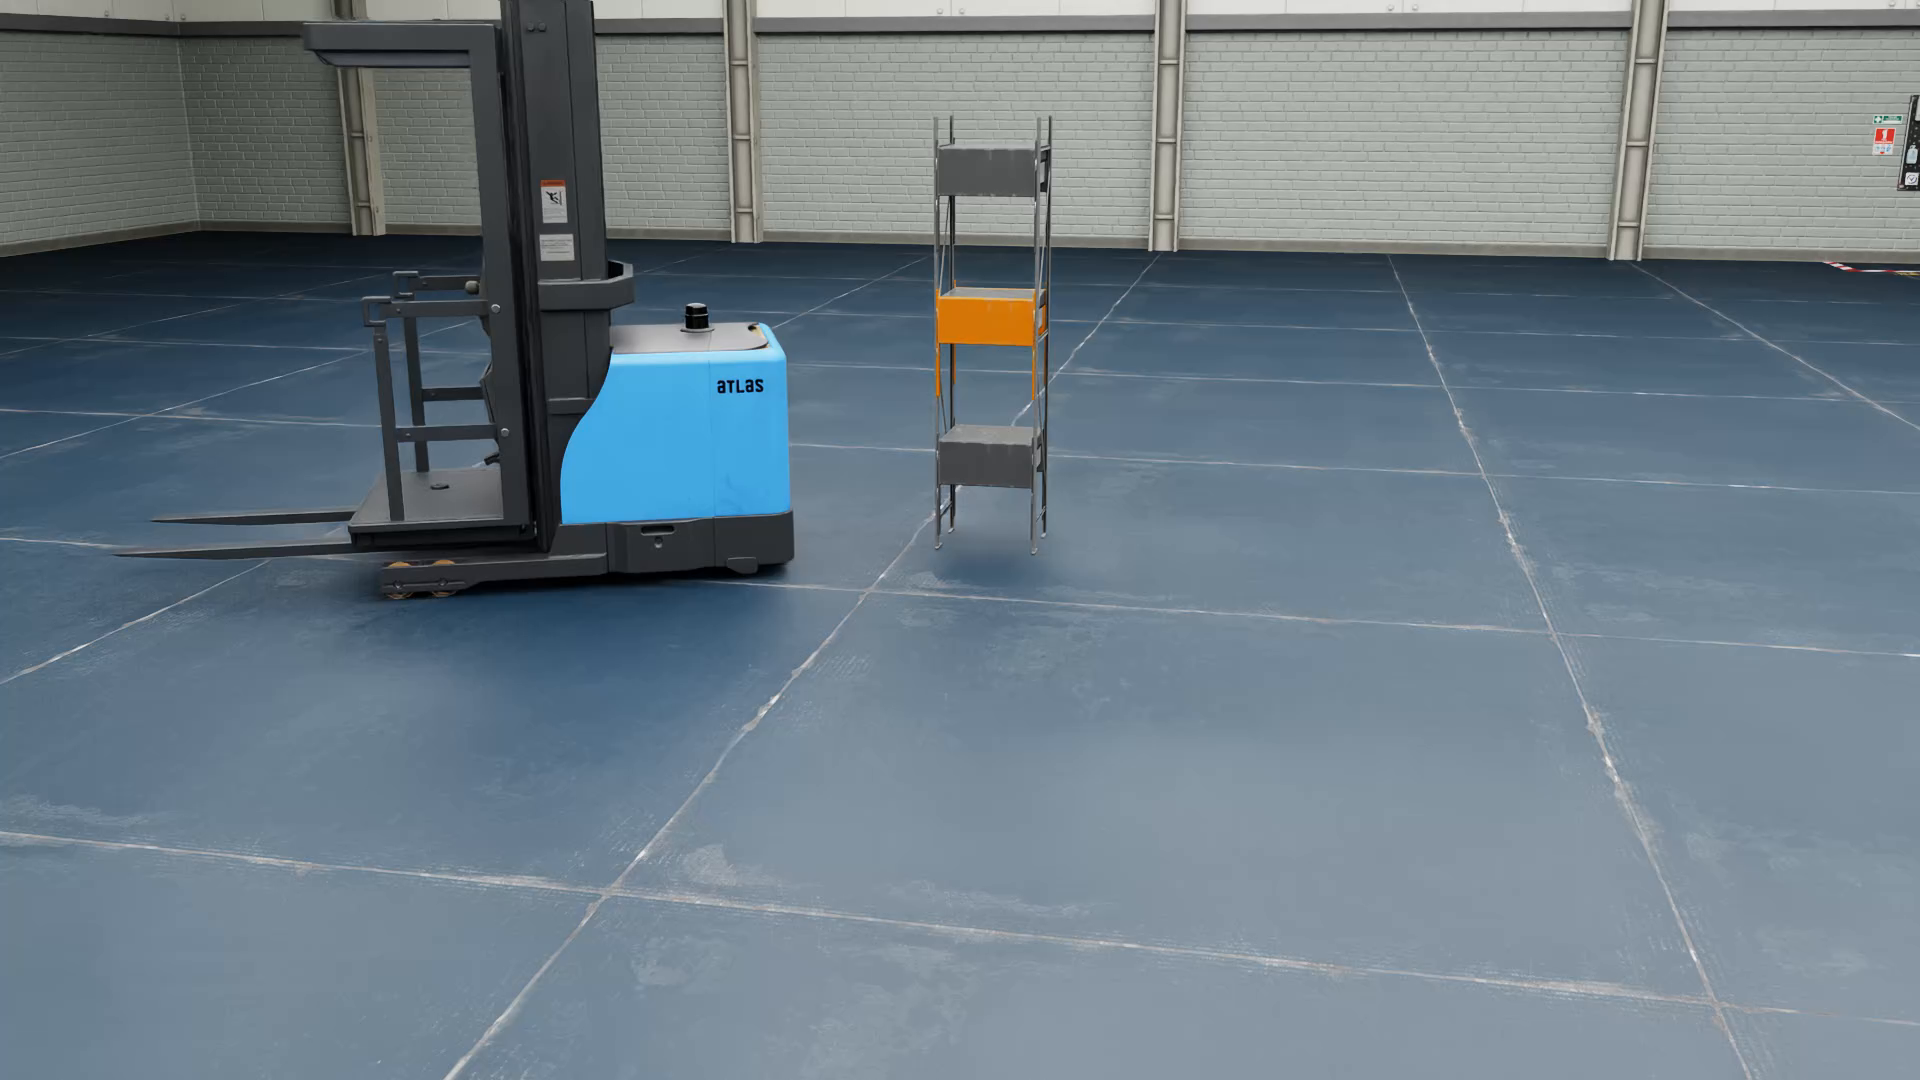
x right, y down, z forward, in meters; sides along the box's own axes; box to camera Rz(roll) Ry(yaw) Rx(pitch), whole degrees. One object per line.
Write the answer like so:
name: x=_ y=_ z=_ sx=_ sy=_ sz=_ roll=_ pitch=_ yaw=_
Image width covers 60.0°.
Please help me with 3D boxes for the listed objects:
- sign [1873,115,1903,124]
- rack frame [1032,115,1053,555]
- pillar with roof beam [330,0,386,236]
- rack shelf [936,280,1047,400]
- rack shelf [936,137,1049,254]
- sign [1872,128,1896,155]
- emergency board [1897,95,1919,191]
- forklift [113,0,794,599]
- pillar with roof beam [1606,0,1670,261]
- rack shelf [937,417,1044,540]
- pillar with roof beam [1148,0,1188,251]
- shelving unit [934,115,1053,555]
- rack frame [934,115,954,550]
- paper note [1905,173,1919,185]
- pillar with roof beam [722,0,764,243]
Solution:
sign: x=11.632 y=-5.273 z=20.848 sx=0.331 sy=0.109 sz=0.001 roll=3 pitch=16 yaw=11
rack frame: x=0.401 y=-0.990 z=8.133 sx=0.015 sy=2.100 sz=0.400 roll=3 pitch=16 yaw=11
pillar with roof beam: x=-9.812 y=-7.846 z=19.961 sx=0.400 sy=9.000 sz=9.100 roll=3 pitch=16 yaw=11
rack shelf: x=0.162 y=-0.990 z=8.184 sx=0.480 sy=0.518 sz=0.431 roll=3 pitch=16 yaw=11
rack shelf: x=0.162 y=-1.665 z=7.997 sx=0.480 sy=0.518 sz=0.431 roll=3 pitch=16 yaw=11
sign: x=11.630 y=-5.020 z=20.928 sx=0.234 sy=0.329 sz=0.001 roll=3 pitch=16 yaw=11
emergency board: x=12.146 y=-4.951 z=20.748 sx=0.626 sy=1.169 sz=0.157 roll=3 pitch=16 yaw=11
forklift: x=-2.358 y=-1.297 z=7.684 sx=3.031 sy=2.935 sz=1.130 roll=-3 pitch=16 yaw=-11
pillar with roof beam: x=7.827 y=-6.889 z=16.504 sx=0.400 sy=9.000 sz=9.100 roll=3 pitch=16 yaw=11
rack shelf: x=0.162 y=-0.315 z=8.370 sx=0.480 sy=0.518 sz=0.431 roll=3 pitch=16 yaw=11
pillar with roof beam: x=1.948 y=-7.208 z=17.656 sx=0.400 sy=9.000 sz=9.100 roll=3 pitch=16 yaw=11
shelving unit: x=0.162 y=-1.003 z=8.180 sx=0.503 sy=2.100 sz=0.431 roll=3 pitch=16 yaw=11
rack frame: x=-0.077 y=-1.016 z=8.227 sx=0.015 sy=2.100 sz=0.400 roll=3 pitch=16 yaw=11
paper note: x=11.991 y=-4.549 z=20.946 sx=0.142 sy=0.148 sz=0.016 roll=3 pitch=16 yaw=11
pillar with roof beam: x=-3.932 y=-7.527 z=18.809 sx=0.400 sy=9.000 sz=9.100 roll=3 pitch=16 yaw=11
